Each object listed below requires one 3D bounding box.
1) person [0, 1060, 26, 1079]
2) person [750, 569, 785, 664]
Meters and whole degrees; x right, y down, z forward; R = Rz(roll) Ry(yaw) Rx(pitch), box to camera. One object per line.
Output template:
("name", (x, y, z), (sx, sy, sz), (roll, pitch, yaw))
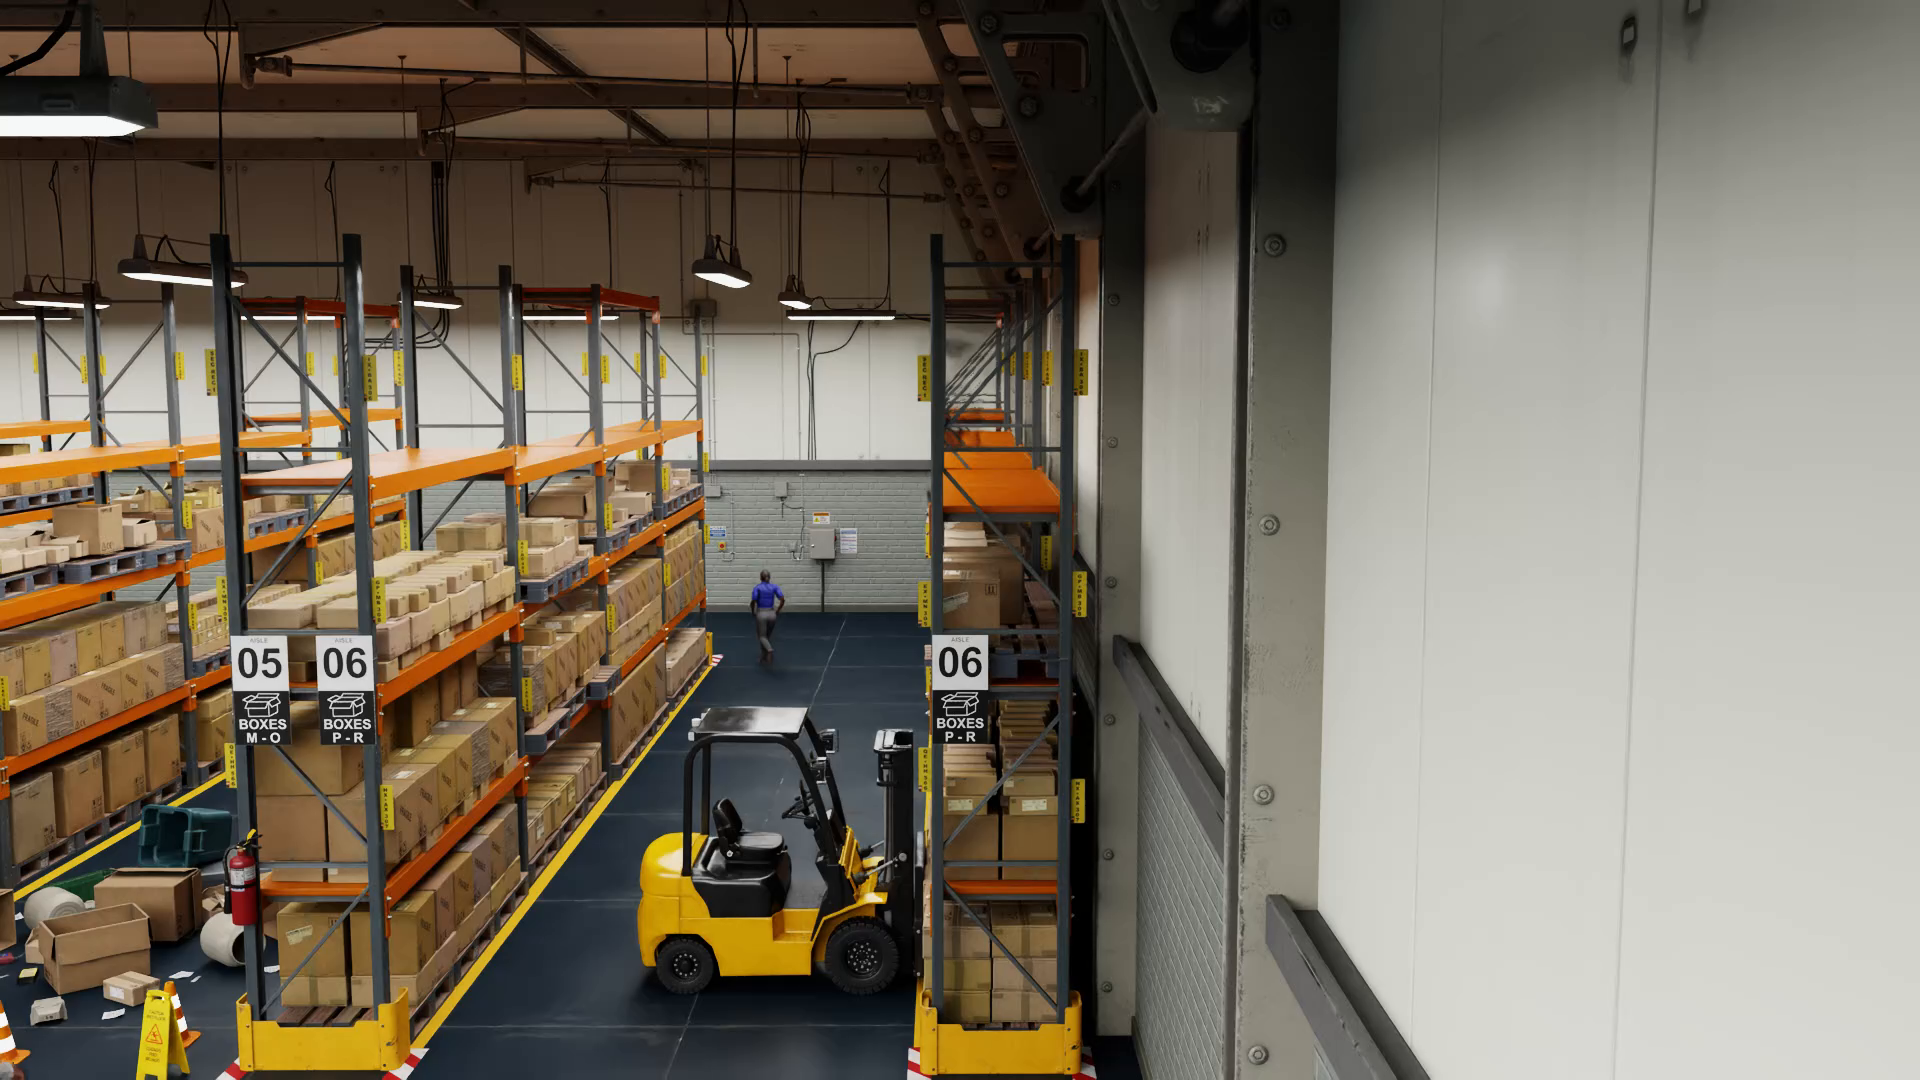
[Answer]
("person", (-5.524, 3.385, 9.122), (0.677, 1.580, 0.885), (-2, 7, -16))
("person", (-3.207, 1.316, 27.724), (0.572, 1.642, 0.803), (-3, 7, -28))
